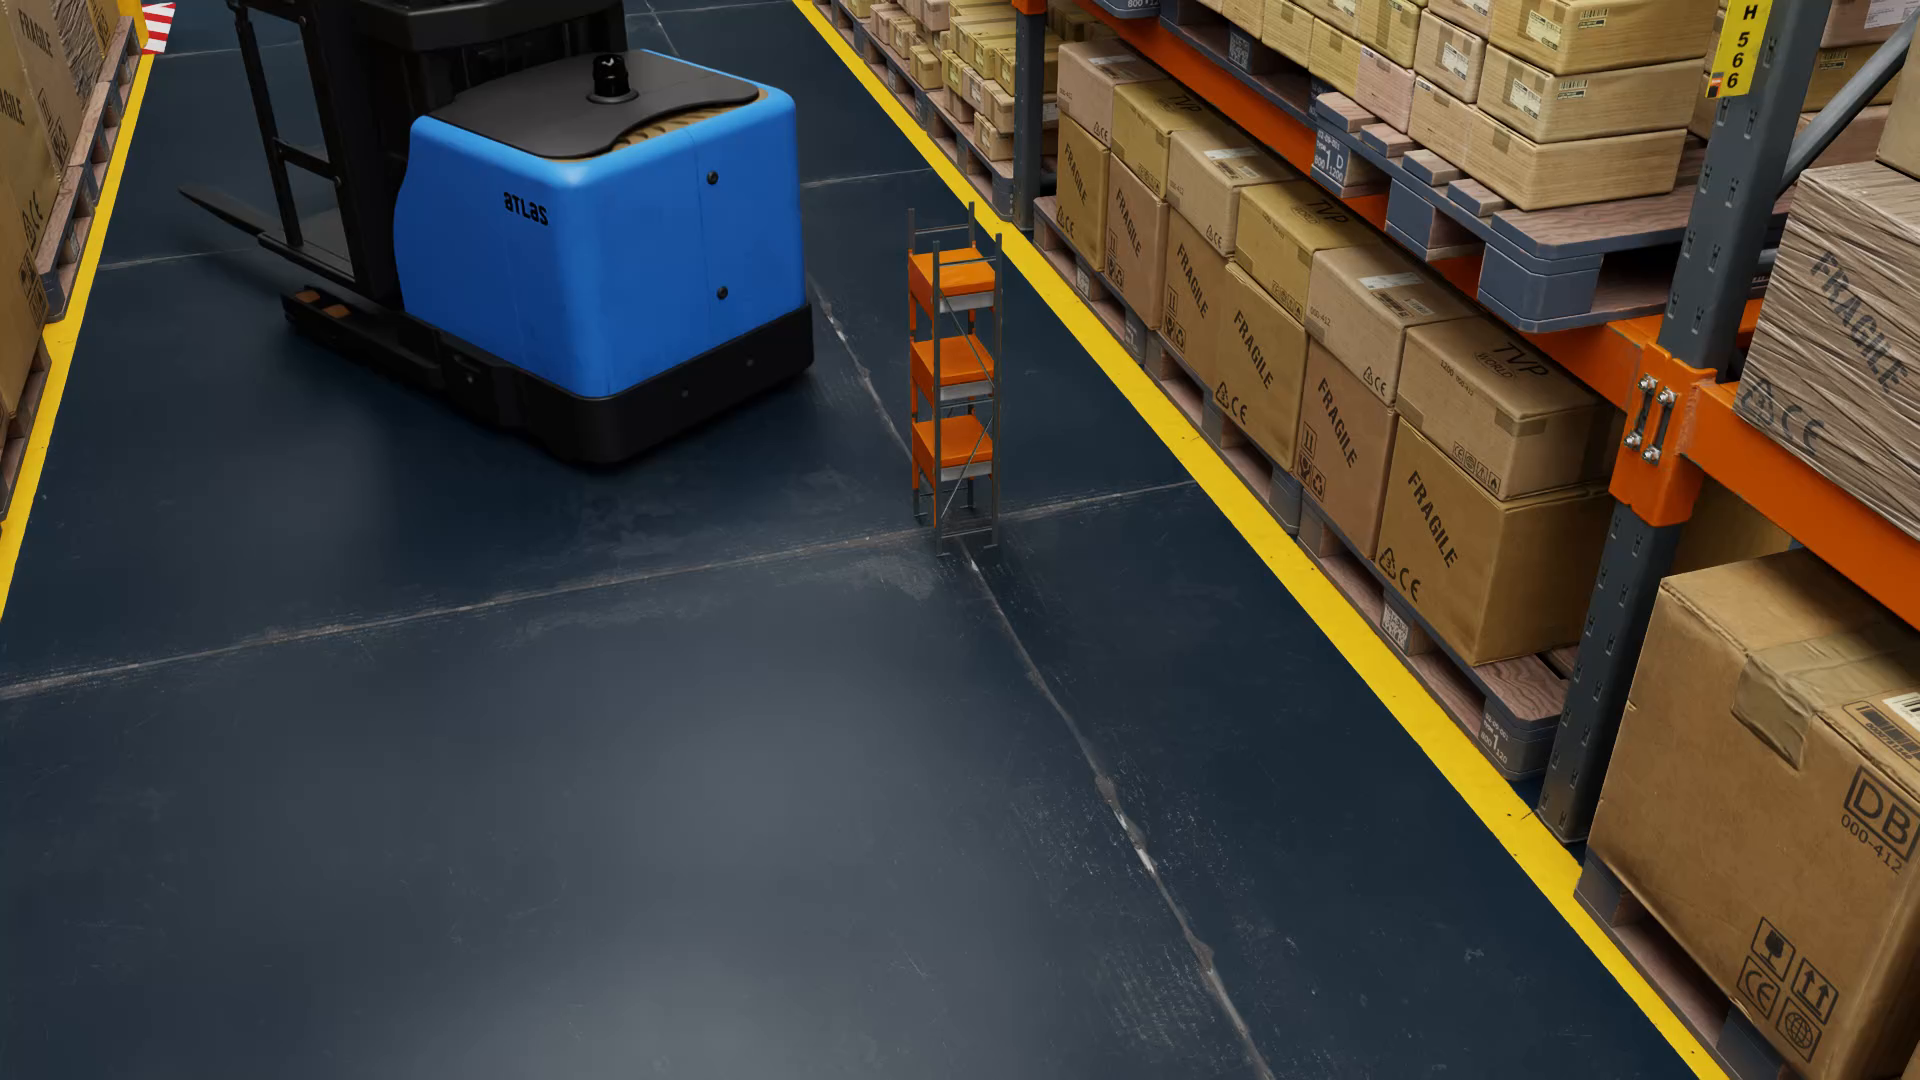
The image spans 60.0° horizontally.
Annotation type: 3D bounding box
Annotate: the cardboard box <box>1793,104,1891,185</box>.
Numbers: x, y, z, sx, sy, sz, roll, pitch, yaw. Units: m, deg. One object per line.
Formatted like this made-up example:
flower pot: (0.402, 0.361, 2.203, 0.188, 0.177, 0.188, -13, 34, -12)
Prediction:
cardboard box: (2.001, -0.949, 3.812, 0.380, 0.149, 0.250, -10, 35, -15)

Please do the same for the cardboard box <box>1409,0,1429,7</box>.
cardboard box: (1.205, -1.378, 3.922, 0.380, 0.149, 0.250, -9, 35, -13)

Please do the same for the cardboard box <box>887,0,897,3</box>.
cardboard box: (-0.245, -3.058, 9.092, 0.380, 0.149, 0.250, -12, 35, -17)

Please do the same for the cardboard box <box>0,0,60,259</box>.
cardboard box: (-4.155, -1.577, 6.462, 0.875, 0.875, 0.875, -10, 35, -15)

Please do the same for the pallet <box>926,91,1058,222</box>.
pallet: (0.486, -1.893, 7.923, 1.003, 0.211, 1.213, -10, 35, -15)

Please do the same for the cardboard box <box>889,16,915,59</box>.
cardboard box: (-0.156, -2.657, 8.755, 0.380, 0.149, 0.250, -10, 35, -15)

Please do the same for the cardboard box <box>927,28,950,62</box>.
cardboard box: (0.054, -2.488, 8.229, 0.380, 0.149, 0.250, -9, 35, -14)

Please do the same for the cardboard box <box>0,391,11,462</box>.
cardboard box: (-3.542, -0.416, 4.704, 1.225, 0.875, 0.875, -11, 35, -16)

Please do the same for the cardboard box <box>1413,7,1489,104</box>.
cardboard box: (1.278, -1.127, 3.811, 0.380, 0.149, 0.250, -9, 34, -13)

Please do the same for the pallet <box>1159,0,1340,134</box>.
pallet: (1.302, -1.562, 5.067, 1.003, 0.211, 1.213, -10, 35, -15)

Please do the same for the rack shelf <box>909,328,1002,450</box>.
rack shelf: (-0.016, -0.457, 5.009, 0.215, 0.259, 0.240, -10, 35, -15)

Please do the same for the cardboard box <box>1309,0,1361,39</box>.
cardboard box: (1.119, -1.396, 4.218, 0.380, 0.149, 0.250, -10, 35, -15)

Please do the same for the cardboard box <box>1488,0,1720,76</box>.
cardboard box: (1.359, -1.108, 3.514, 0.380, 0.149, 0.250, -11, 35, -17)

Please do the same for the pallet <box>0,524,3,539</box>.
pallet: (-3.347, 0.269, 4.651, 1.003, 0.211, 1.213, -10, 35, -15)

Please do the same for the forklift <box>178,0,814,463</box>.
forklift: (-1.988, -2.152, 5.847, 3.031, 2.935, 1.130, 25, 41, 33)

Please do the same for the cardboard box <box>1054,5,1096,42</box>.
cardboard box: (0.665, -2.438, 7.885, 0.380, 0.149, 0.250, -10, 35, -15)

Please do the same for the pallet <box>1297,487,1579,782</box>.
pallet: (1.708, 0.143, 4.841, 1.003, 0.211, 1.213, -10, 35, -15)

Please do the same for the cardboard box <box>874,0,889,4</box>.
cardboard box: (-0.258, -2.943, 9.188, 0.380, 0.149, 0.250, -10, 35, -15)

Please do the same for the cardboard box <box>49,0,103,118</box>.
cardboard box: (-4.701, -2.517, 7.885, 0.875, 0.875, 0.875, -10, 35, -15)

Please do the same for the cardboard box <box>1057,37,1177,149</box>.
cardboard box: (0.699, -1.722, 6.342, 0.500, 0.250, 0.500, -12, 35, -17)

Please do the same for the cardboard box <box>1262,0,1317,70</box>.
cardboard box: (1.048, -1.400, 4.494, 0.380, 0.149, 0.250, -12, 35, -17)

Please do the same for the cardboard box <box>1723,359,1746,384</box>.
cardboard box: (1.965, -0.457, 4.428, 0.500, 0.250, 0.500, -12, 35, -17)

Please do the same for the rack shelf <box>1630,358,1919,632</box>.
rack shelf: (2.555, 0.741, 2.061, 1.077, 0.370, 4.000, -10, 35, -15)

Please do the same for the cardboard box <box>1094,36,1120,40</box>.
cardboard box: (0.817, -2.159, 7.462, 0.380, 0.149, 0.250, -9, 34, -13)

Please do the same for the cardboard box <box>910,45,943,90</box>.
cardboard box: (-0.035, -2.387, 8.347, 0.380, 0.149, 0.250, -10, 35, -15)

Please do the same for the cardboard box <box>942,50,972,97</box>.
cardboard box: (0.133, -2.209, 7.807, 0.380, 0.149, 0.250, -11, 35, -16)

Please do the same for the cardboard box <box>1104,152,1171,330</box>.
cardboard box: (0.861, -1.132, 6.128, 0.500, 0.500, 0.500, -8, 34, -13)

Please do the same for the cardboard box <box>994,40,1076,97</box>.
cardboard box: (0.368, -2.087, 7.352, 0.380, 0.149, 0.250, -9, 35, -13)

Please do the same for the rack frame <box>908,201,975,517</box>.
rack frame: (-0.054, -0.530, 5.100, 0.200, 1.050, 0.008, -10, 35, -15)

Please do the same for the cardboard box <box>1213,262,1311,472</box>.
cardboard box: (1.164, -0.591, 5.311, 0.500, 0.500, 0.500, -12, 35, -17)

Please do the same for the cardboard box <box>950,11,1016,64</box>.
cardboard box: (0.170, -2.344, 7.741, 0.380, 0.149, 0.250, -10, 35, -15)

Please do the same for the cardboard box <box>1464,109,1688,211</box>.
cardboard box: (1.357, -0.862, 3.680, 0.380, 0.149, 0.250, -9, 35, -14)

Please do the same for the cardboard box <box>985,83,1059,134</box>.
cardboard box: (0.326, -1.931, 7.387, 0.380, 0.149, 0.250, -9, 35, -14)

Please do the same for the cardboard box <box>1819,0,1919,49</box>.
cardboard box: (1.987, -1.206, 3.661, 0.380, 0.149, 0.250, -10, 35, -15)

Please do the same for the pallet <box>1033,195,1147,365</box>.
pallet: (0.964, -1.138, 6.780, 1.003, 0.211, 1.213, -10, 35, -15)

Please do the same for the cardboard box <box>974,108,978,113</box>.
cardboard box: (0.281, -1.994, 7.752, 0.380, 0.149, 0.250, -9, 35, -13)

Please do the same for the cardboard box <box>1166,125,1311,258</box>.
cardboard box: (1.015, -1.175, 5.513, 0.500, 0.250, 0.500, -9, 34, -13)

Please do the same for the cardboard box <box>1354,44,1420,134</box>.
cardboard box: (1.204, -1.127, 4.082, 0.380, 0.149, 0.250, -9, 35, -14)

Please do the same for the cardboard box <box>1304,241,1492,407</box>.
cardboard box: (1.322, -0.633, 4.693, 0.500, 0.250, 0.500, -10, 35, -14)

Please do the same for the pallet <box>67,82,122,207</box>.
pallet: (-4.563, -1.819, 7.812, 1.003, 0.211, 1.213, -10, 35, -15)

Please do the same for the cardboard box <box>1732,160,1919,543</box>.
cardboard box: (1.825, -0.370, 2.998, 0.500, 0.500, 0.500, -10, 35, -14)

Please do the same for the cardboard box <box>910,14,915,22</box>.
cardboard box: (-0.050, -2.779, 8.670, 0.380, 0.149, 0.250, -8, 34, -12)

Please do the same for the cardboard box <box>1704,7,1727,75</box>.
cardboard box: (1.904, -1.234, 3.973, 0.380, 0.149, 0.250, -8, 34, -12)

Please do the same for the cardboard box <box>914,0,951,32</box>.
cardboard box: (-0.005, -2.620, 8.159, 0.380, 0.149, 0.250, -12, 35, -17)

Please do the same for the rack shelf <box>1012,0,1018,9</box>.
rack shelf: (0.115, -3.459, 8.417, 1.077, 0.370, 4.000, -10, 35, -15)

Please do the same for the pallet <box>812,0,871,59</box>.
pallet: (-0.258, -3.174, 9.862, 1.003, 0.211, 1.213, -10, 35, -15)

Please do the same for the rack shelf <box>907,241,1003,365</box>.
rack shelf: (-0.016, -0.694, 4.852, 0.215, 0.259, 0.240, -10, 35, -15)

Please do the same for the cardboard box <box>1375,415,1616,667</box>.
cardboard box: (1.495, -0.043, 4.481, 0.500, 0.500, 0.500, -10, 35, -15)

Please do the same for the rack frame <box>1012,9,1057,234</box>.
rack frame: (0.725, -2.710, 6.630, 1.000, 3.000, 0.127, -10, 35, -15)

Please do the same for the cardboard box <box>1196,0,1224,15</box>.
cardboard box: (0.884, -1.678, 4.916, 0.380, 0.149, 0.250, -12, 35, -17)

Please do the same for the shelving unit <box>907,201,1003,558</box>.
shelving unit: (-0.016, -0.466, 5.003, 0.215, 1.050, 0.252, -10, 35, -15)
